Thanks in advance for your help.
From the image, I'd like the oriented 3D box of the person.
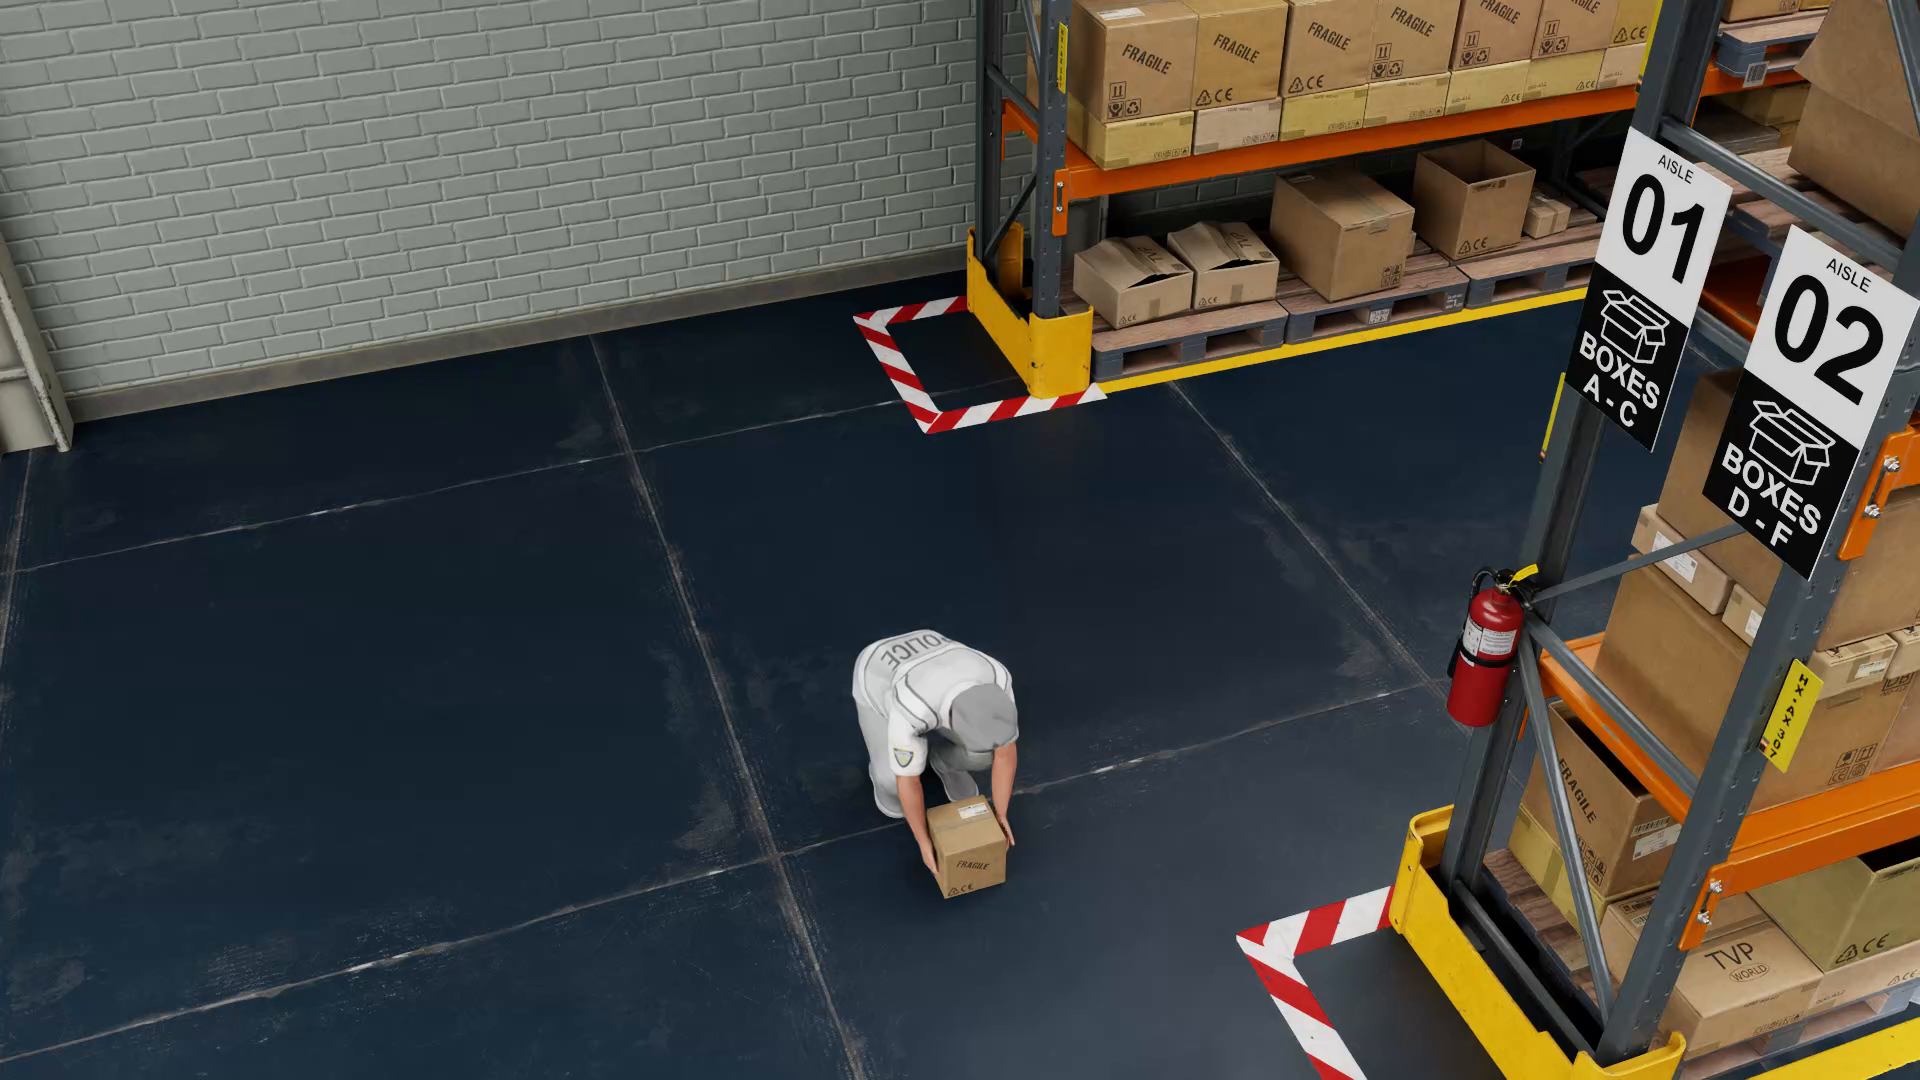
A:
[{"bbox_3d":[-0.089,0.735,6.513,0.562,0.920,0.952,-12,39,-16],"label":"person"}]
